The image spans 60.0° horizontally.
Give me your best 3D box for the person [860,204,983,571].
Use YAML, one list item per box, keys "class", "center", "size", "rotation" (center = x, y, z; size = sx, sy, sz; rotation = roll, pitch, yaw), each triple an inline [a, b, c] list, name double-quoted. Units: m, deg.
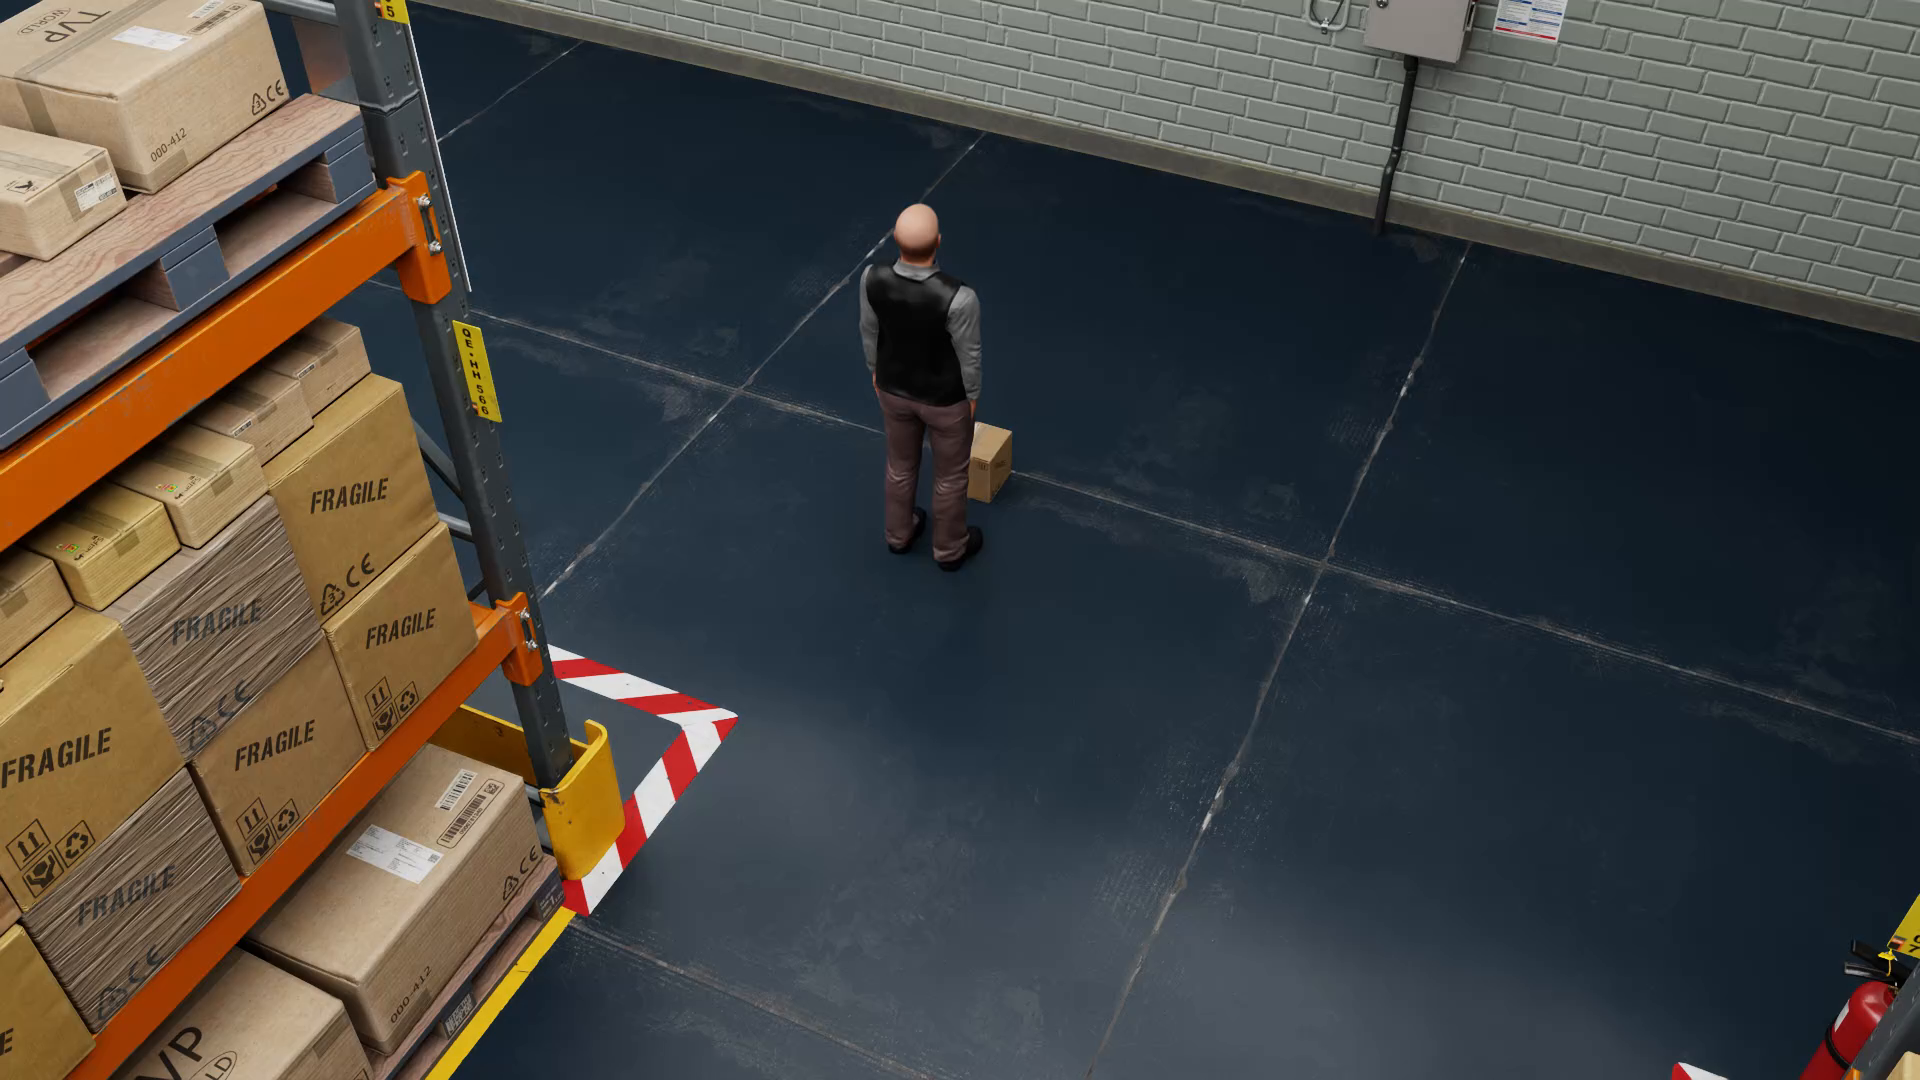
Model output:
- class: "person"
  center: [-0.144, -0.630, 6.885]
  size: [0.535, 1.725, 0.355]
  rotation: [18, 45, 20]
